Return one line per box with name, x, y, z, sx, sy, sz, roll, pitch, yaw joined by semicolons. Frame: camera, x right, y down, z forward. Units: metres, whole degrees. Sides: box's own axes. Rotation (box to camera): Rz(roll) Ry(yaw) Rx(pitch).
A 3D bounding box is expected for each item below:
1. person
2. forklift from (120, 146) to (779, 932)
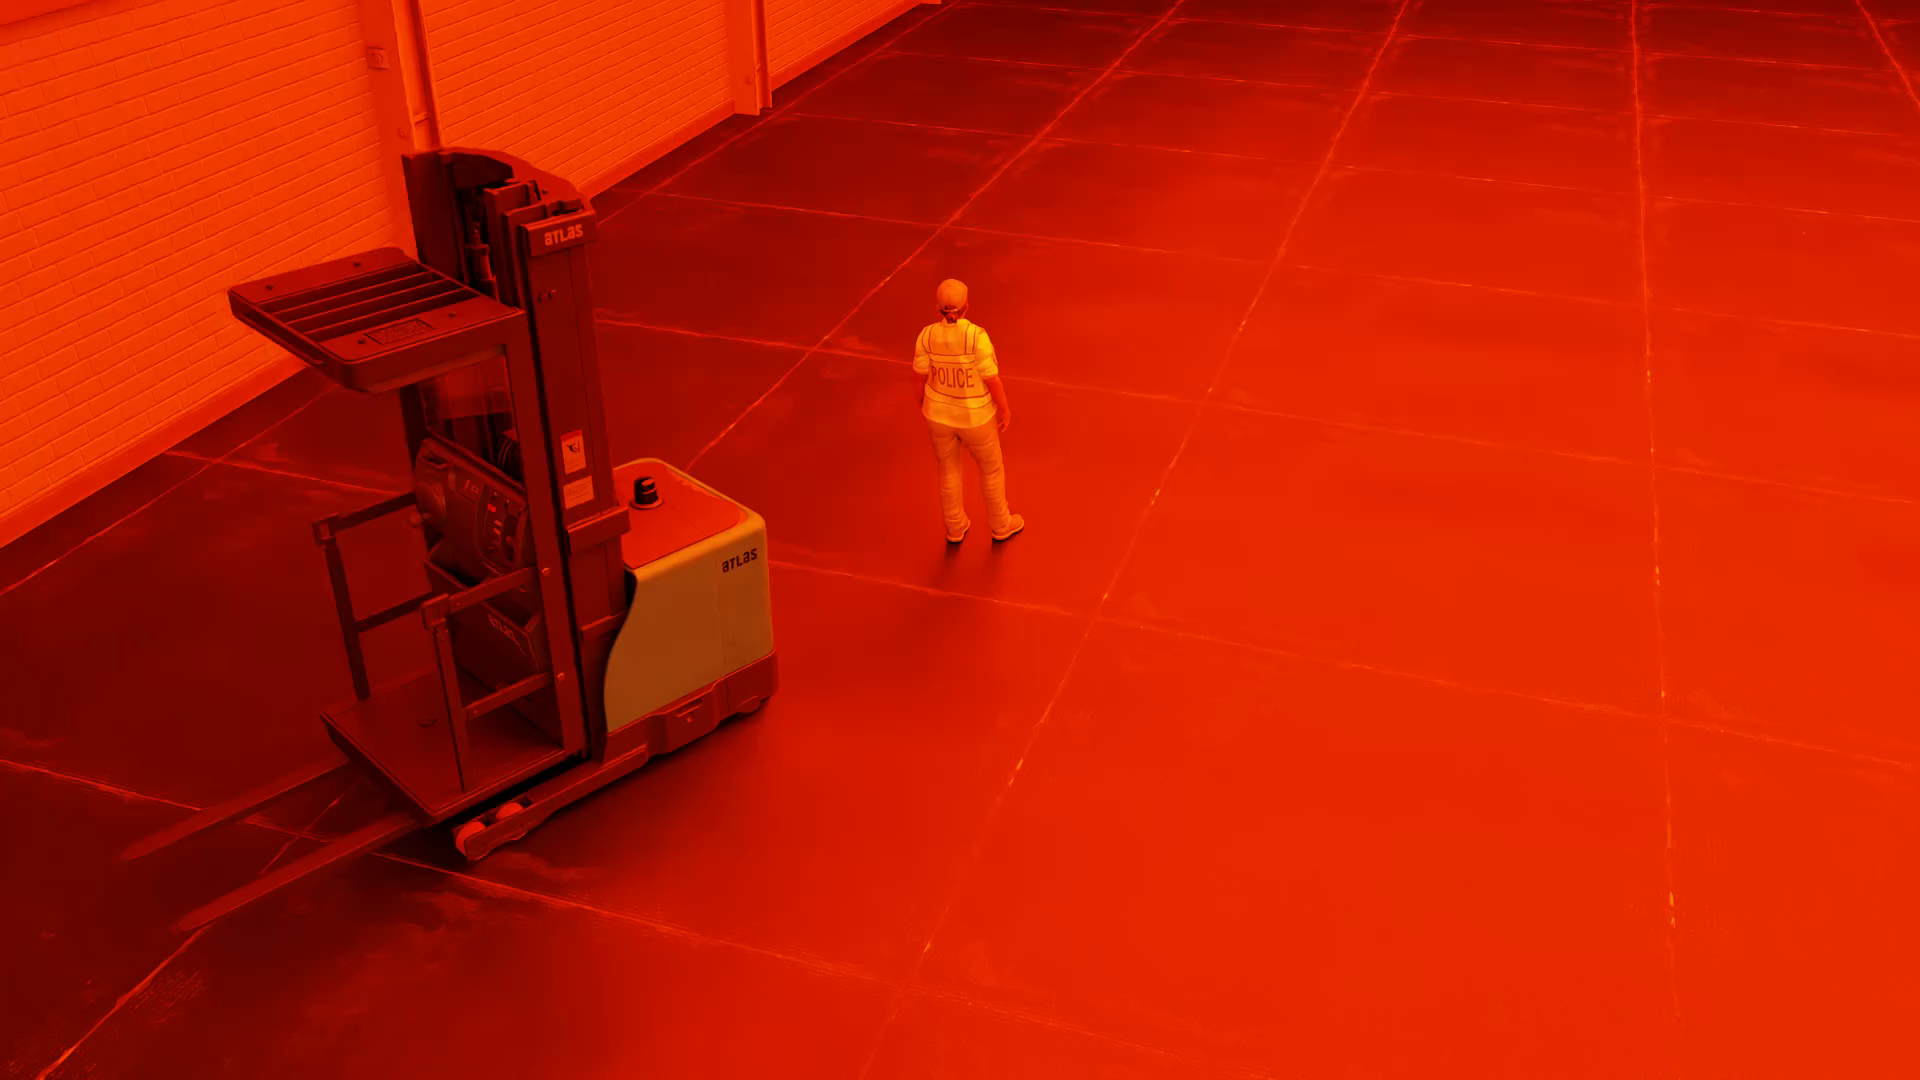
person;0.047;-0.762;9.737;0.598;1.670;0.529;10;31;16
forklift;-2.344;-0.114;7.336;3.031;2.935;1.130;-26;39;-37
